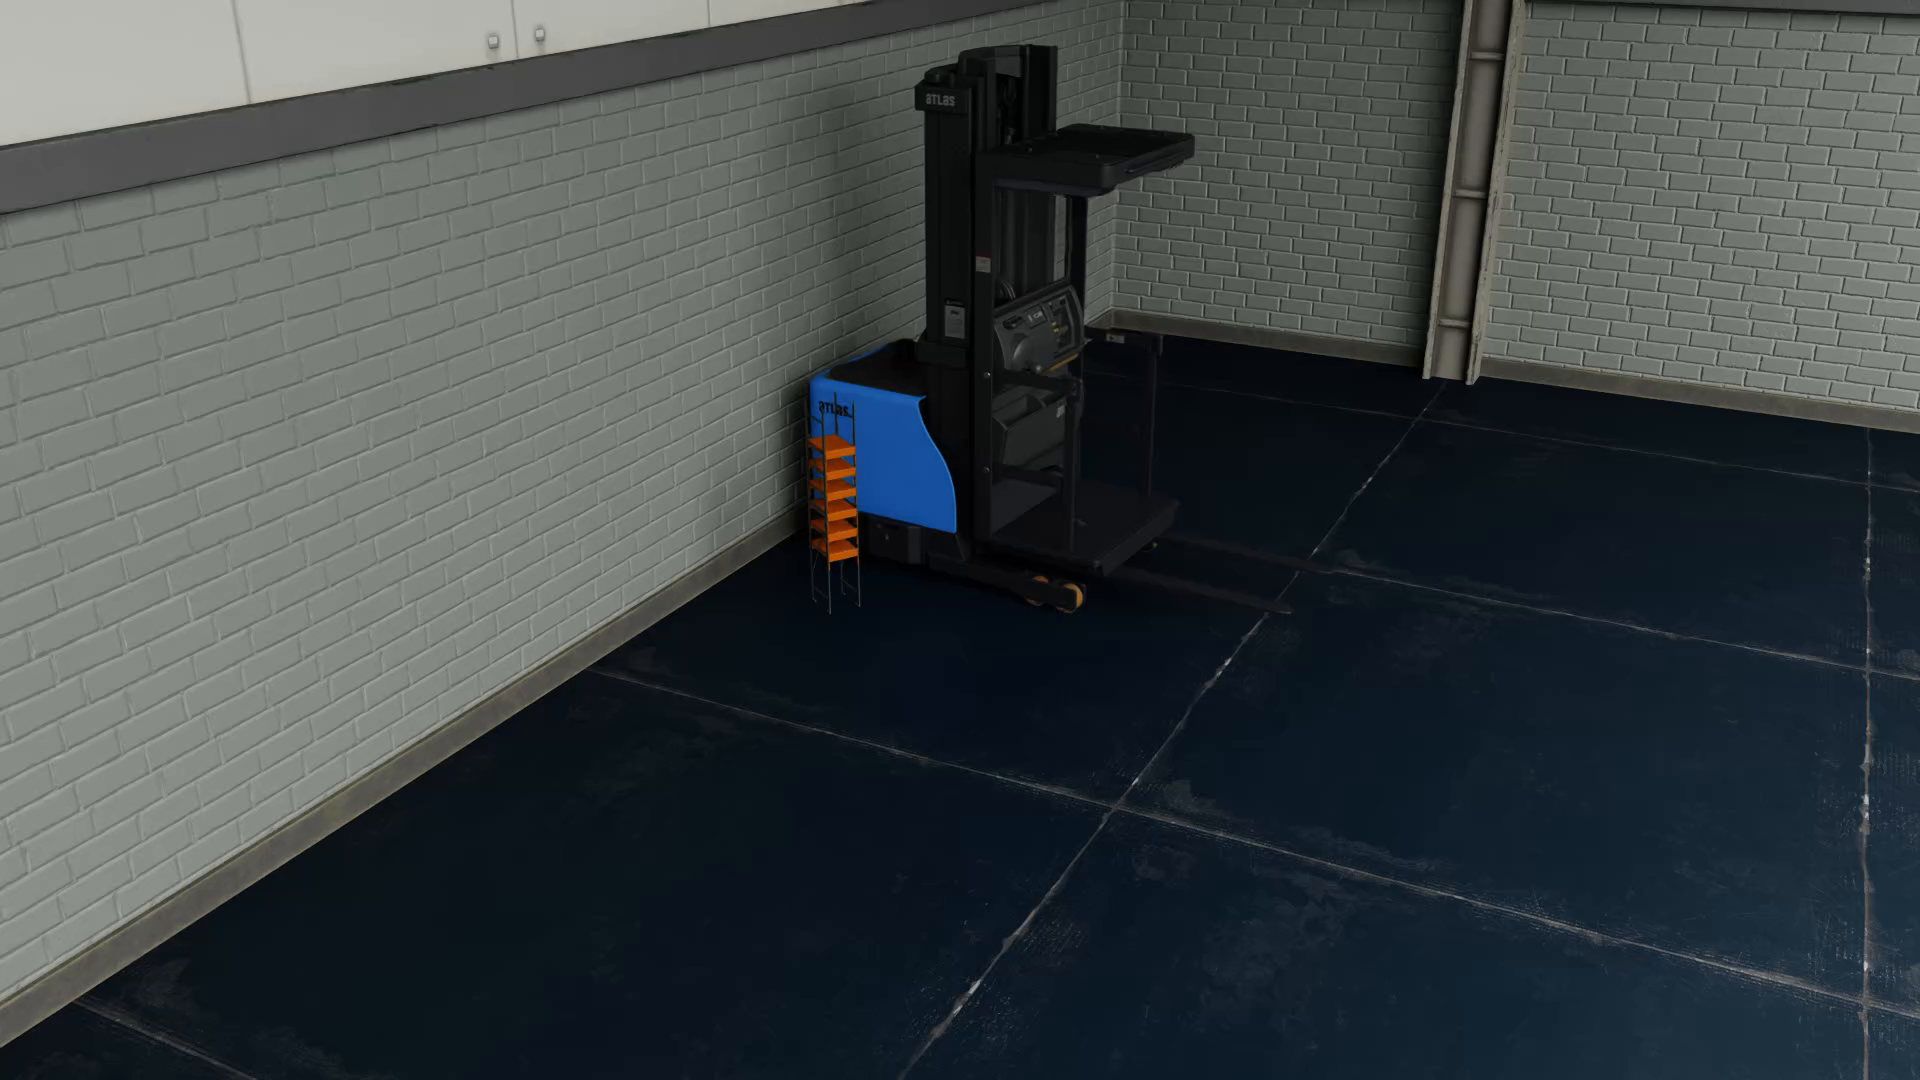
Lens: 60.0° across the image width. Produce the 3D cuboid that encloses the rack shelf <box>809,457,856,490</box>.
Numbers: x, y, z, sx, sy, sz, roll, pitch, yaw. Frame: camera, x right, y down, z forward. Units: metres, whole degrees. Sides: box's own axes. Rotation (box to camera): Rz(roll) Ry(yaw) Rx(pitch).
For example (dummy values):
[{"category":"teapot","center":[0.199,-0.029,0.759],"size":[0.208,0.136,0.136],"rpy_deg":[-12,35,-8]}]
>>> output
[{"category":"rack shelf","center":[-0.704,-0.377,9.104],"size":[0.180,0.103,0.258],"rpy_deg":[-13,26,-27]}]

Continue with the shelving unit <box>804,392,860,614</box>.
[{"category":"shelving unit","center":[-0.704,-0.197,9.180],"size":[0.189,1.200,0.258],"rpy_deg":[-13,26,-27]}]

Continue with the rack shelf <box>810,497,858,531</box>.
[{"category":"rack shelf","center":[-0.704,-0.156,9.198],"size":[0.180,0.103,0.258],"rpy_deg":[-13,26,-27]}]

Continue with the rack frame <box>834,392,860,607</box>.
[{"category":"rack frame","center":[-0.625,-0.215,9.222],"size":[0.006,1.200,0.240],"rpy_deg":[-13,26,-27]}]

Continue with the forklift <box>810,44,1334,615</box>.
[{"category":"forklift","center":[0.625,-1.177,9.272],"size":[3.031,2.935,1.130],"rpy_deg":[14,27,29]}]

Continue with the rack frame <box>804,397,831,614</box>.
[{"category":"rack frame","center":[-0.783,-0.179,9.138],"size":[0.006,1.200,0.240],"rpy_deg":[-13,26,-27]}]

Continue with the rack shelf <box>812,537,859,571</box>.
[{"category":"rack shelf","center":[-0.704,0.065,9.292],"size":[0.180,0.103,0.258],"rpy_deg":[-13,26,-27]}]

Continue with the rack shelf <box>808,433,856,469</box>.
[{"category":"rack shelf","center":[-0.704,-0.487,9.057],"size":[0.180,0.103,0.258],"rpy_deg":[-13,26,-27]}]

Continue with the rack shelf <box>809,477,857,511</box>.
[{"category":"rack shelf","center":[-0.704,-0.267,9.151],"size":[0.180,0.103,0.258],"rpy_deg":[-13,26,-27]}]

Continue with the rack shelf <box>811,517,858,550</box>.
[{"category":"rack shelf","center":[-0.704,-0.046,9.245],"size":[0.180,0.103,0.258],"rpy_deg":[-13,26,-27]}]

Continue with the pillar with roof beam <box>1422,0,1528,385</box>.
[{"category":"pillar with roof beam","center":[1.994,-3.950,8.039],"size":[0.400,9.000,9.100],"rpy_deg":[11,25,25]}]
